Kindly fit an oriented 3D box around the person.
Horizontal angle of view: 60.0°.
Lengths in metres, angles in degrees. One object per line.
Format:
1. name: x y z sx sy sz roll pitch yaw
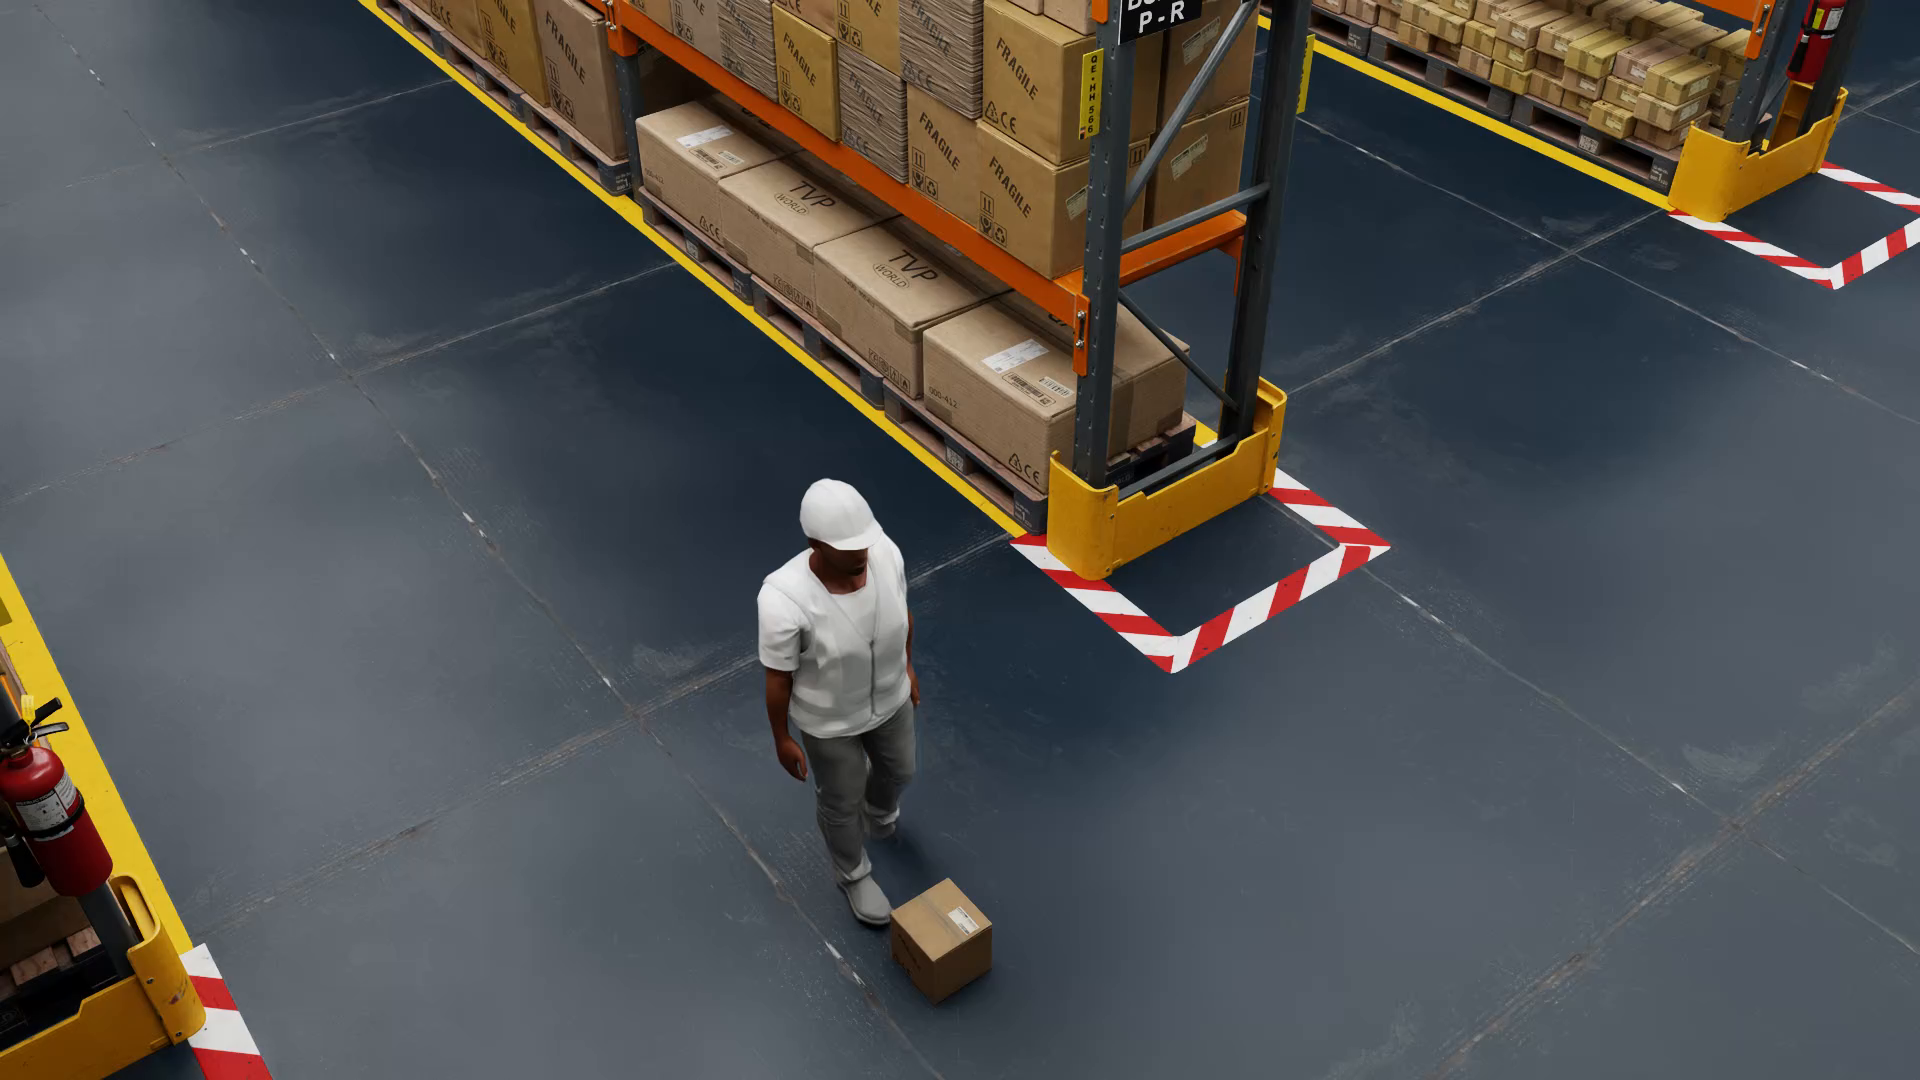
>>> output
1. person: -0.357 0.570 5.512 0.585 1.835 0.513 -26 47 -28
